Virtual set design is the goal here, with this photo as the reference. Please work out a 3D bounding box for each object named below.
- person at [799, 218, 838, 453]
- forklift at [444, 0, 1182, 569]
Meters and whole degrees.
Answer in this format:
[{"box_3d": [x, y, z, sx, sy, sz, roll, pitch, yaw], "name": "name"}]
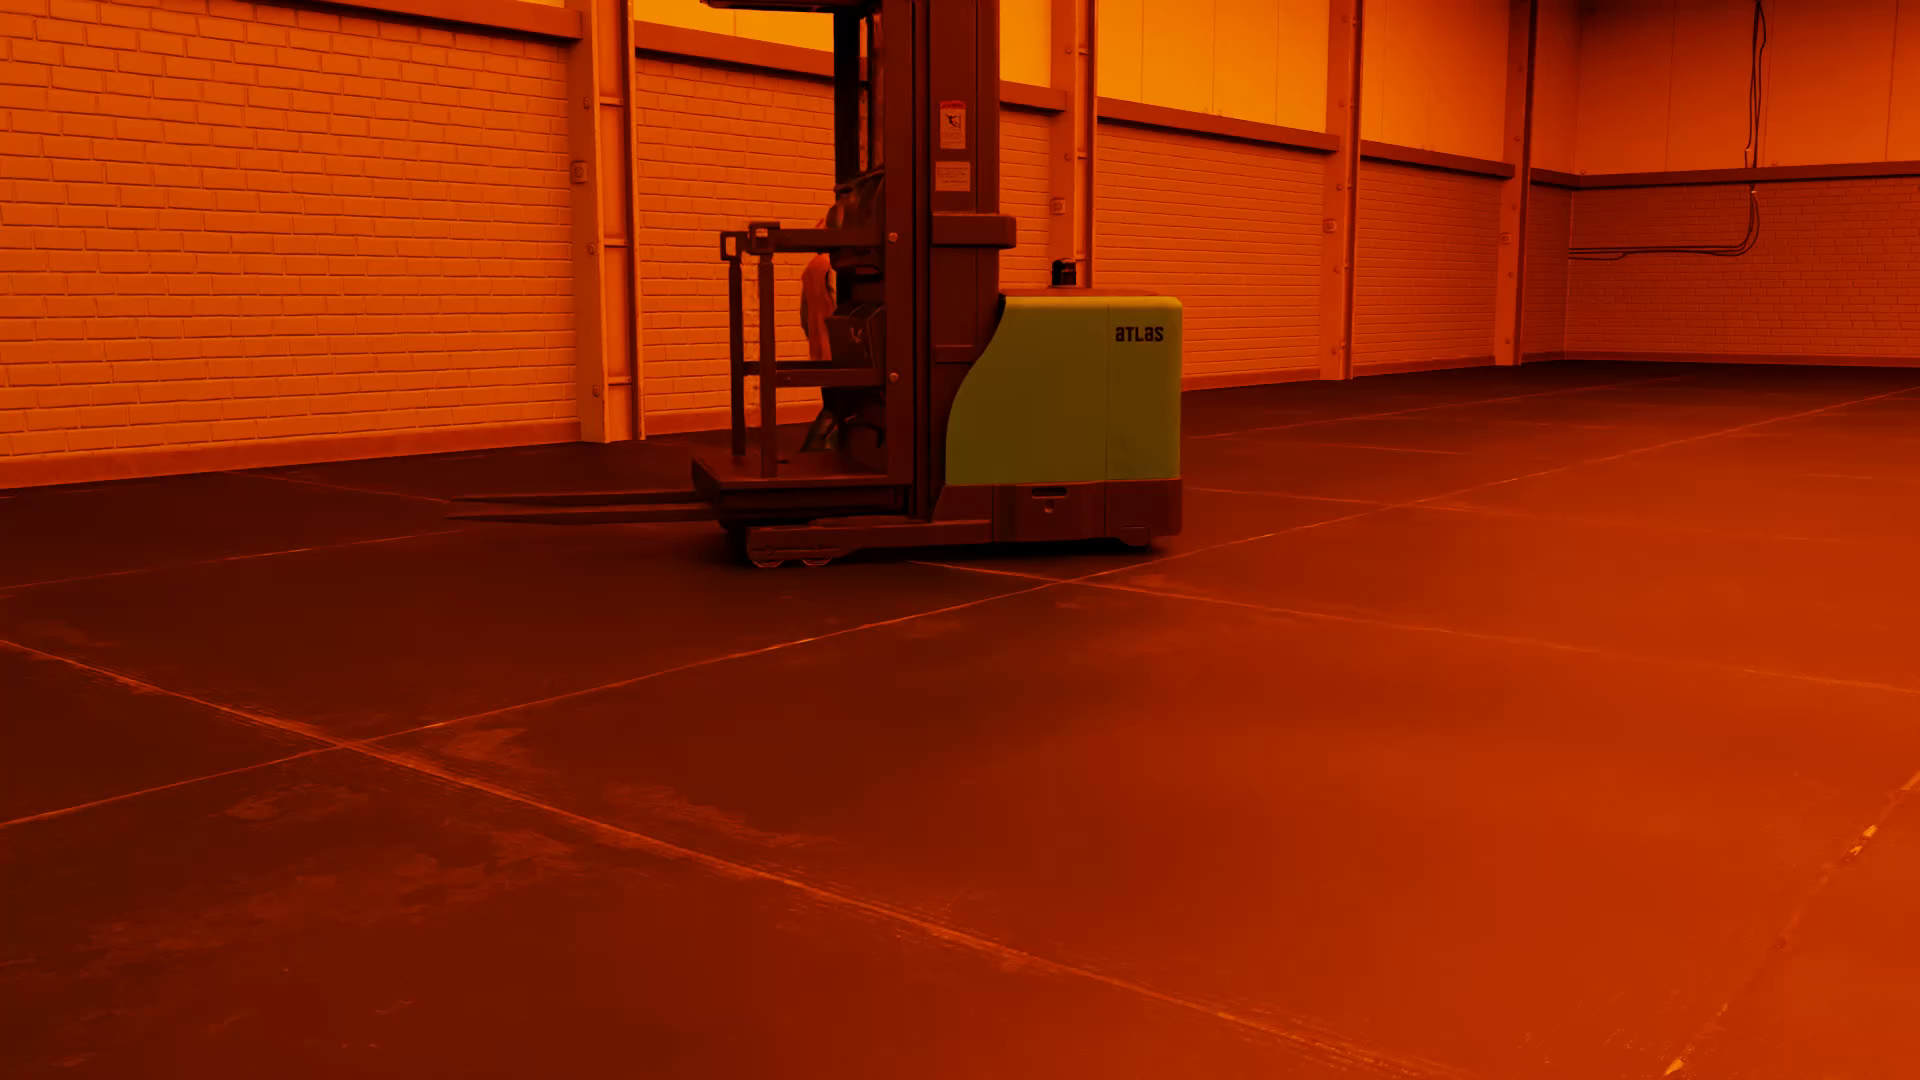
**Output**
[{"box_3d": [-0.704, -1.029, 9.283, 0.449, 1.514, 0.755, -4, 9, -26], "name": "person"}, {"box_3d": [-0.626, -1.420, 6.986, 3.031, 2.935, 1.130, -2, 9, -14], "name": "forklift"}]
